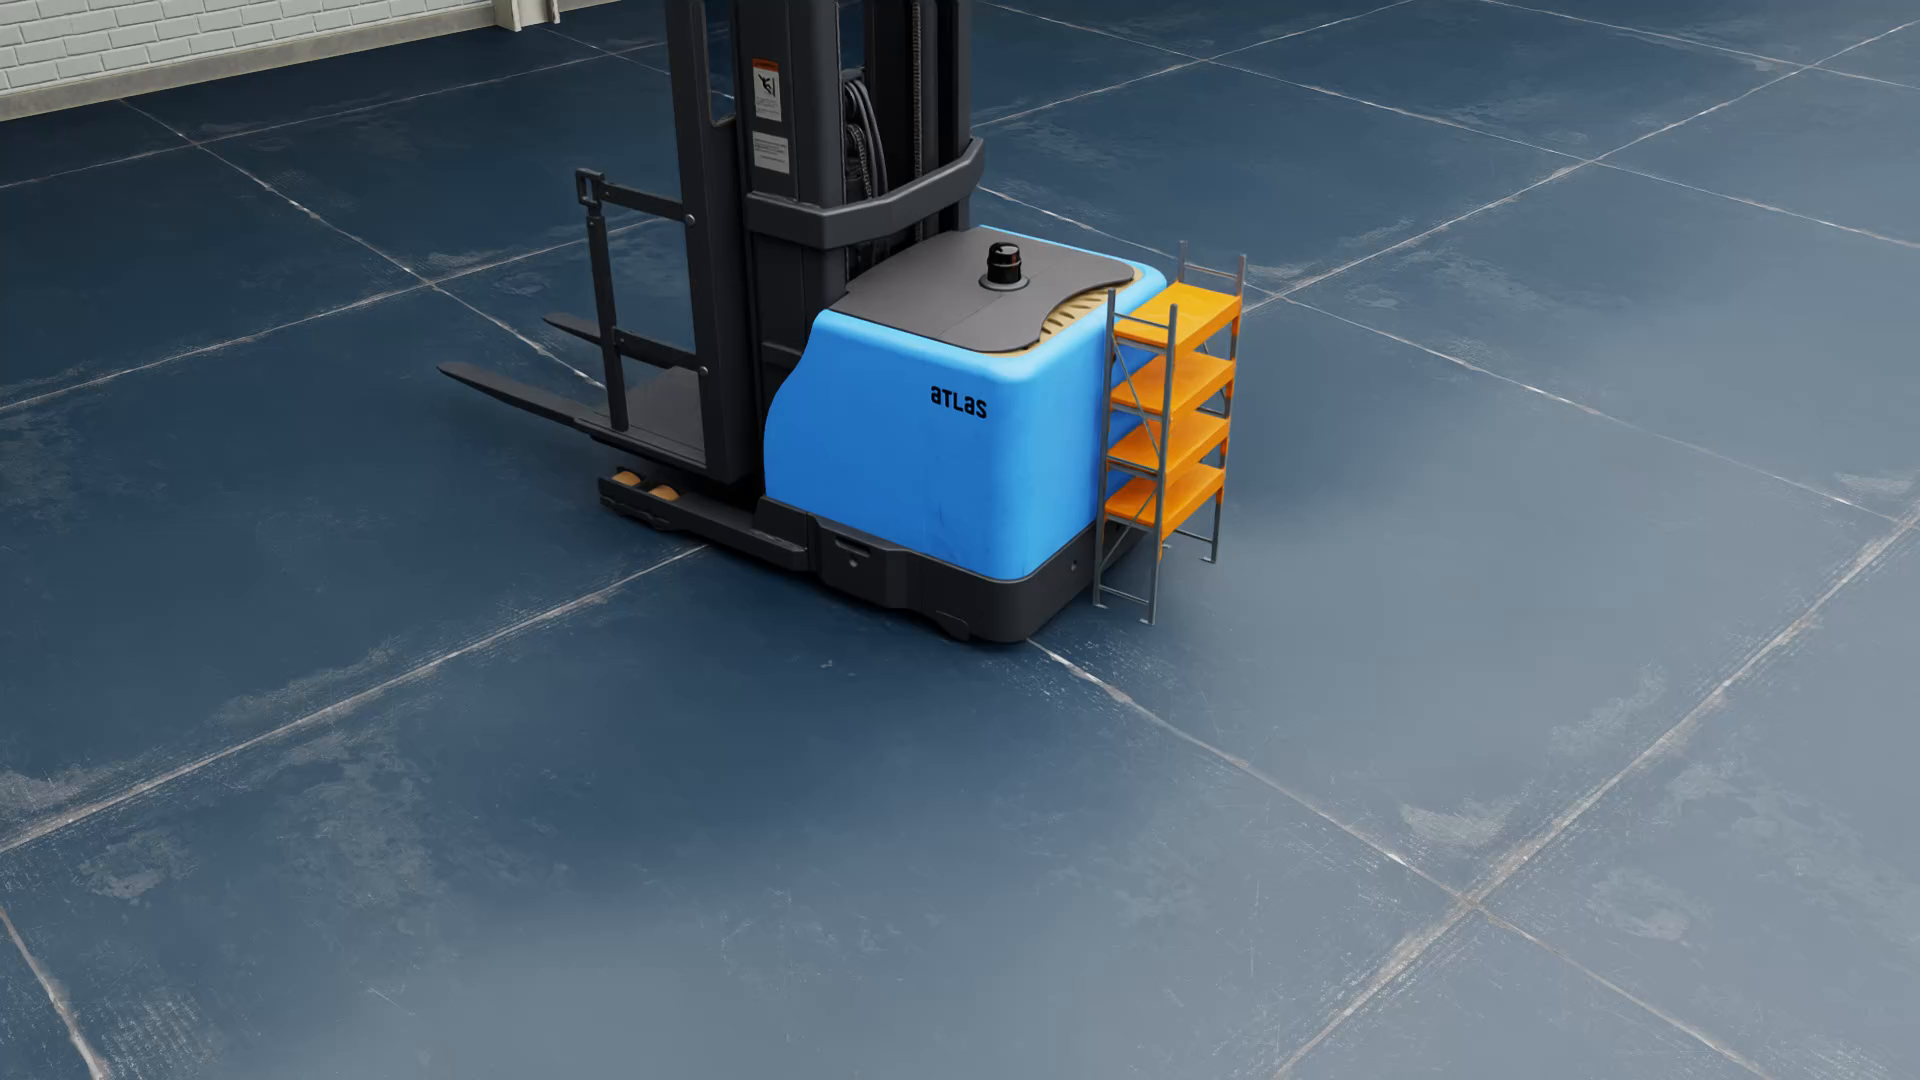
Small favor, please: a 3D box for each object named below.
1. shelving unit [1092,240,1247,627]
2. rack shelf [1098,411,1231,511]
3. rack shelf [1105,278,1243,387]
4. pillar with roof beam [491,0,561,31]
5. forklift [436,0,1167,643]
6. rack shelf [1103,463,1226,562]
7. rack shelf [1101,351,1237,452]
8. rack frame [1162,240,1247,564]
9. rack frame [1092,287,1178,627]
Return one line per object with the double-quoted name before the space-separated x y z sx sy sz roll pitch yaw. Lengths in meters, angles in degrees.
"shelving unit" 0.707 -0.355 5.680 0.258 1.200 0.503 19 36 28
"rack shelf" 0.707 -0.297 5.715 0.258 0.148 0.480 19 36 28
"rack shelf" 0.707 -0.690 5.475 0.258 0.148 0.480 19 36 28
"pillar with roof beam" -0.378 -6.145 7.673 0.400 9.000 9.100 -26 40 -35
"forklift" -0.776 -1.495 5.885 3.031 2.935 1.130 20 36 29
"rack shelf" 0.707 -0.128 5.819 0.258 0.148 0.480 19 36 28
"rack shelf" 0.707 -0.488 5.598 0.258 0.148 0.480 19 36 28
"rack frame" 0.842 -0.460 5.853 0.240 1.200 0.015 19 36 28
"rack frame" 0.571 -0.249 5.507 0.240 1.200 0.015 19 36 28
